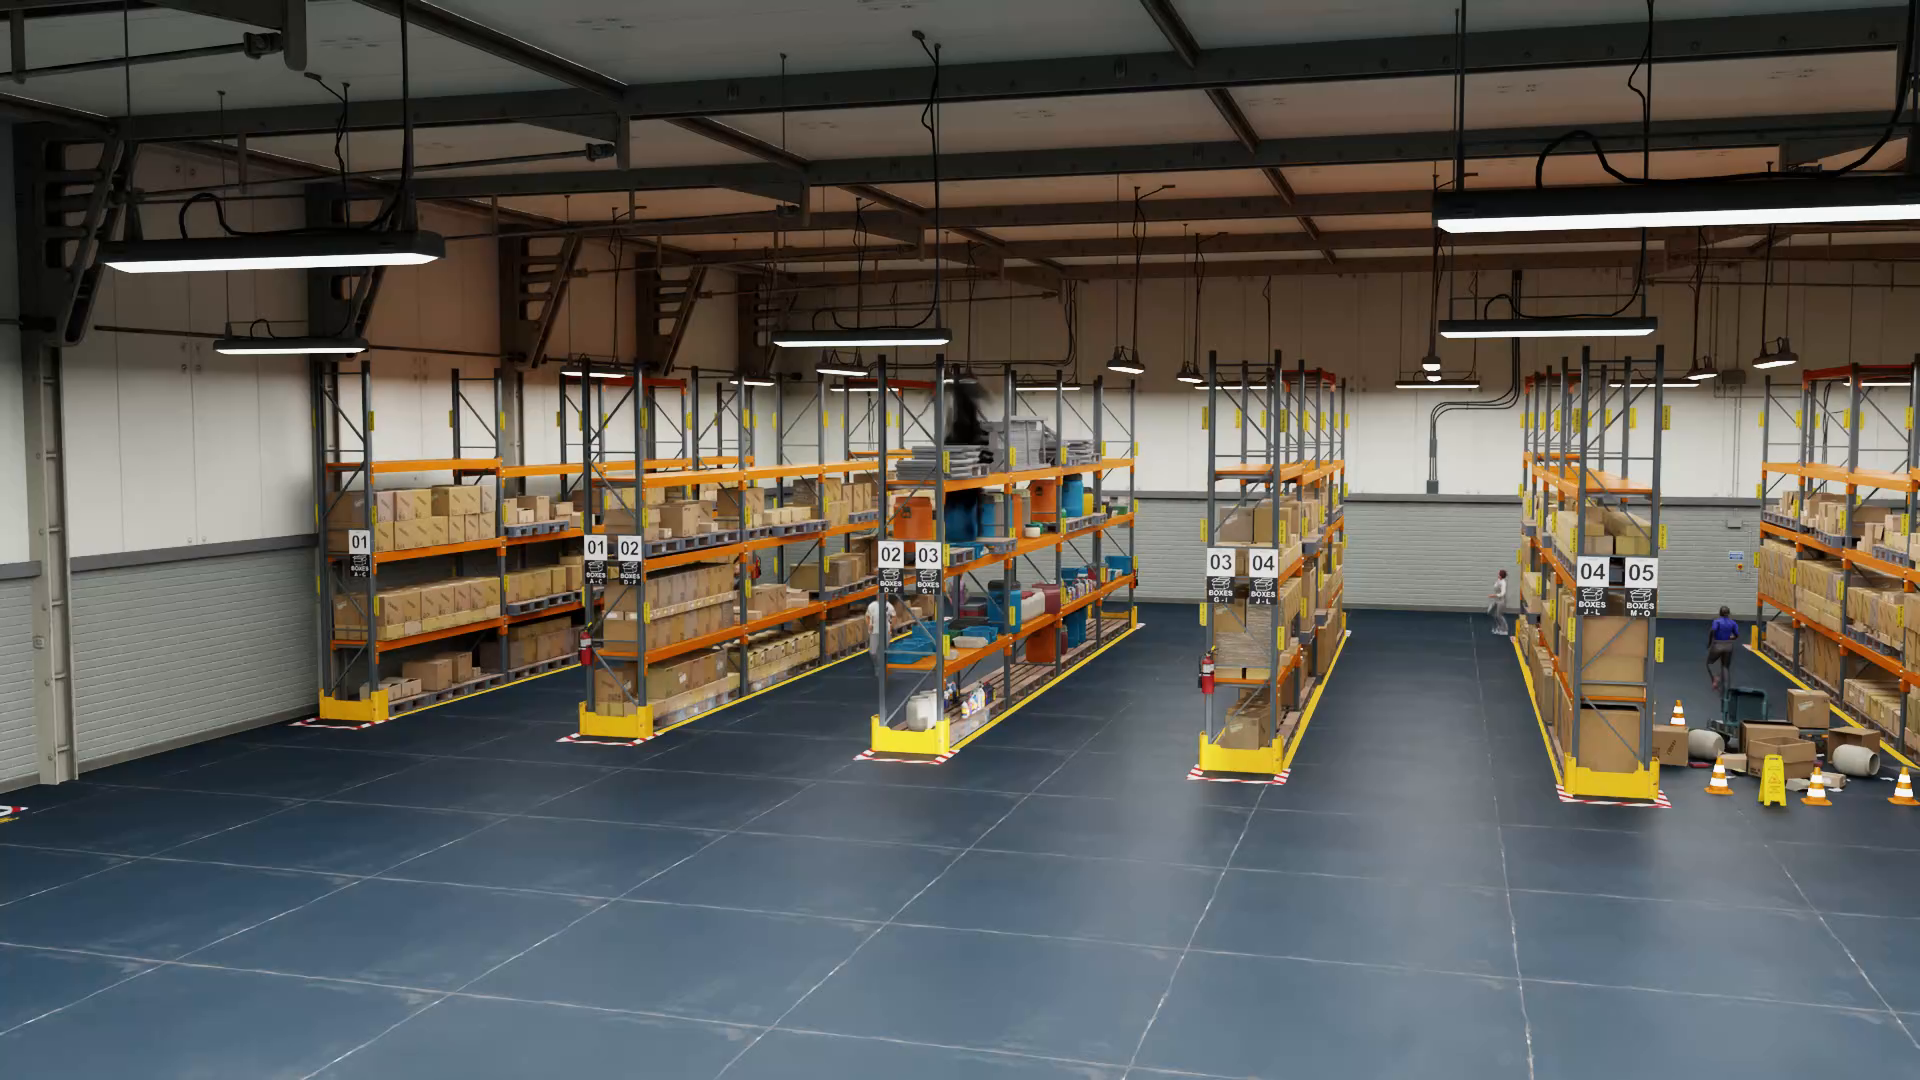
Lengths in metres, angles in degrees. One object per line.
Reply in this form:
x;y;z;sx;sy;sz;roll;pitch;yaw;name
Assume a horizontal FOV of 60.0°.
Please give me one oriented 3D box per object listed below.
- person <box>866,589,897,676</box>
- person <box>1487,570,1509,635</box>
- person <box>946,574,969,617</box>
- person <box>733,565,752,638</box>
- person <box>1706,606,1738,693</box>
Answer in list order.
-1.467;1.724;30.870;0.595;1.641;0.518;0;4;6;person
12.560;1.456;38.707;0.590;1.566;0.559;-1;4;-7;person
-0.070;1.497;38.220;0.542;1.558;0.497;1;4;8;person
-5.145;1.425;38.480;0.661;1.682;0.585;1;4;13;person
14.019;2.001;30.676;0.590;1.607;0.584;0;4;3;person
